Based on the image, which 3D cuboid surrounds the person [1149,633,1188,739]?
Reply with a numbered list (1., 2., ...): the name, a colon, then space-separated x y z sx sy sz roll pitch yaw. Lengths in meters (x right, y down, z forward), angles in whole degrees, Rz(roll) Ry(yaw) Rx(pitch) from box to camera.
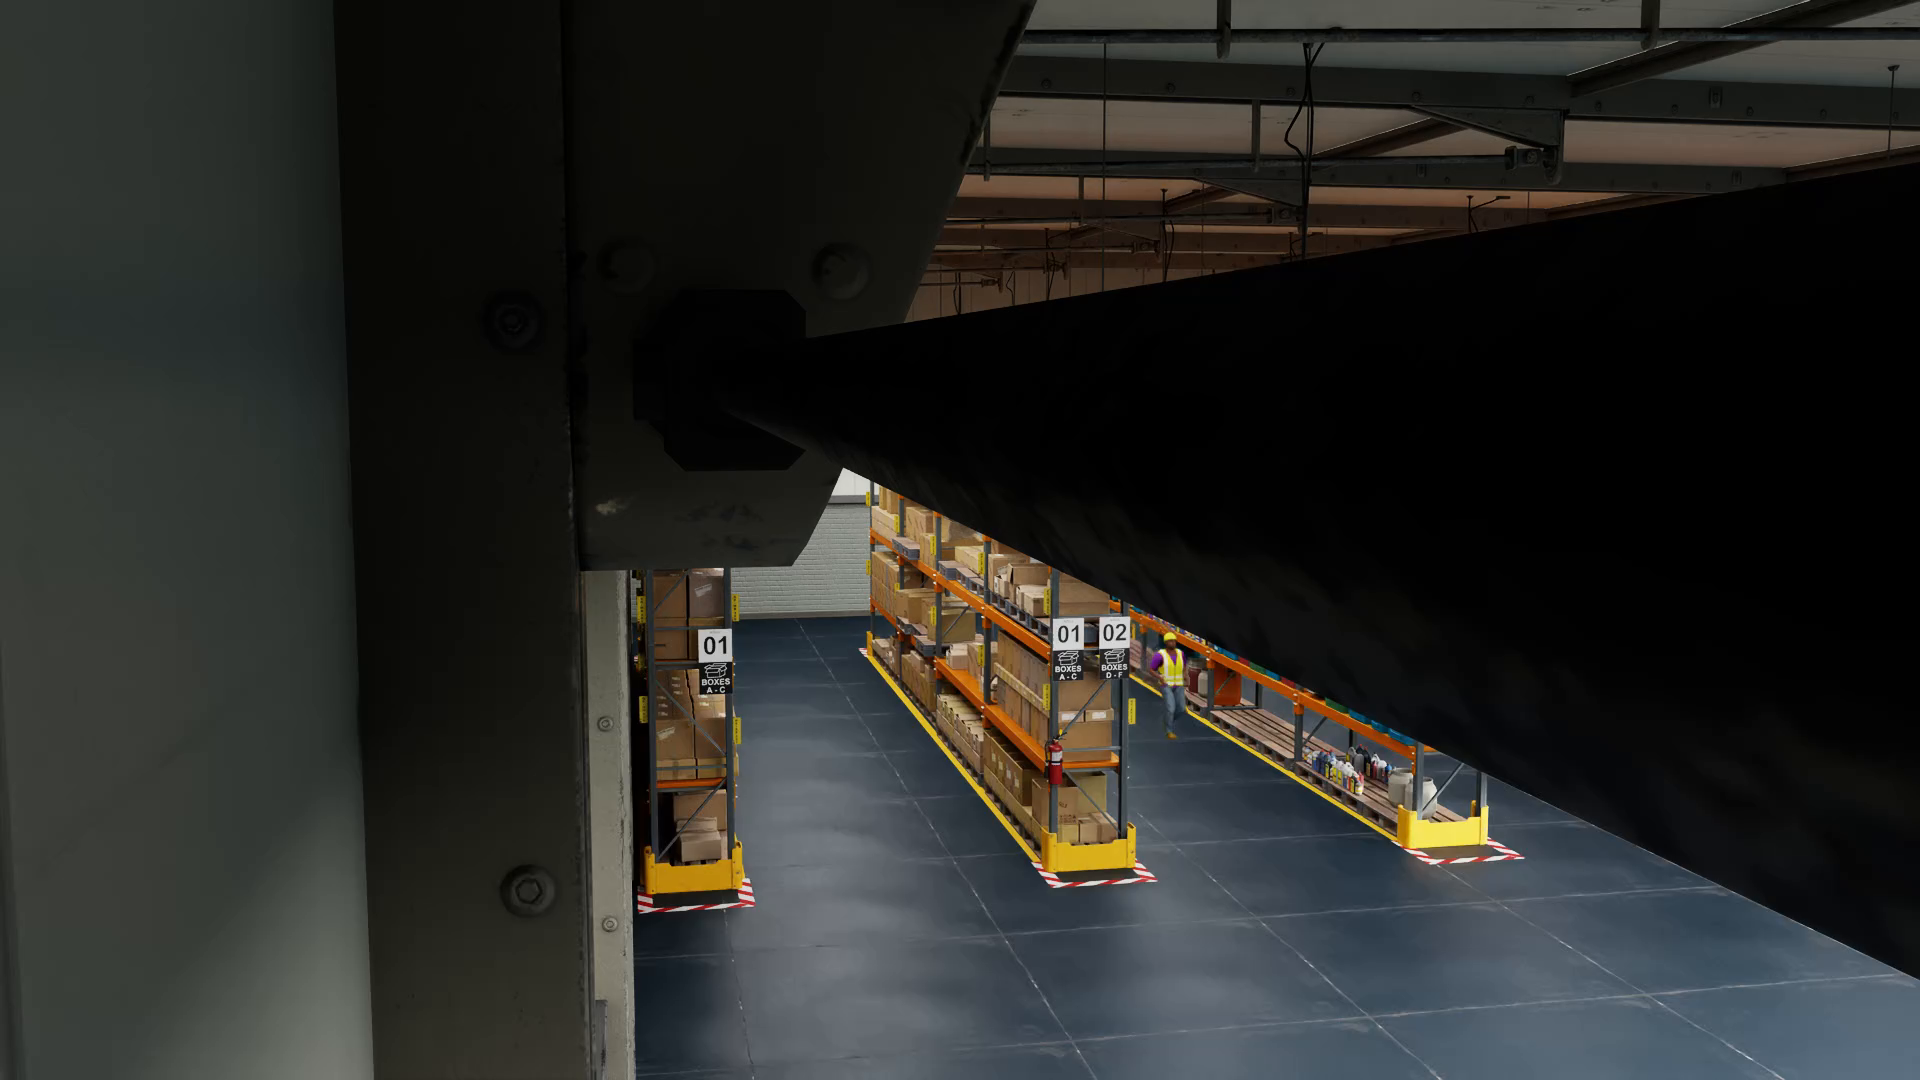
1. person: 3.427 2.366 26.994 0.696 1.735 0.558 -2 6 -20
